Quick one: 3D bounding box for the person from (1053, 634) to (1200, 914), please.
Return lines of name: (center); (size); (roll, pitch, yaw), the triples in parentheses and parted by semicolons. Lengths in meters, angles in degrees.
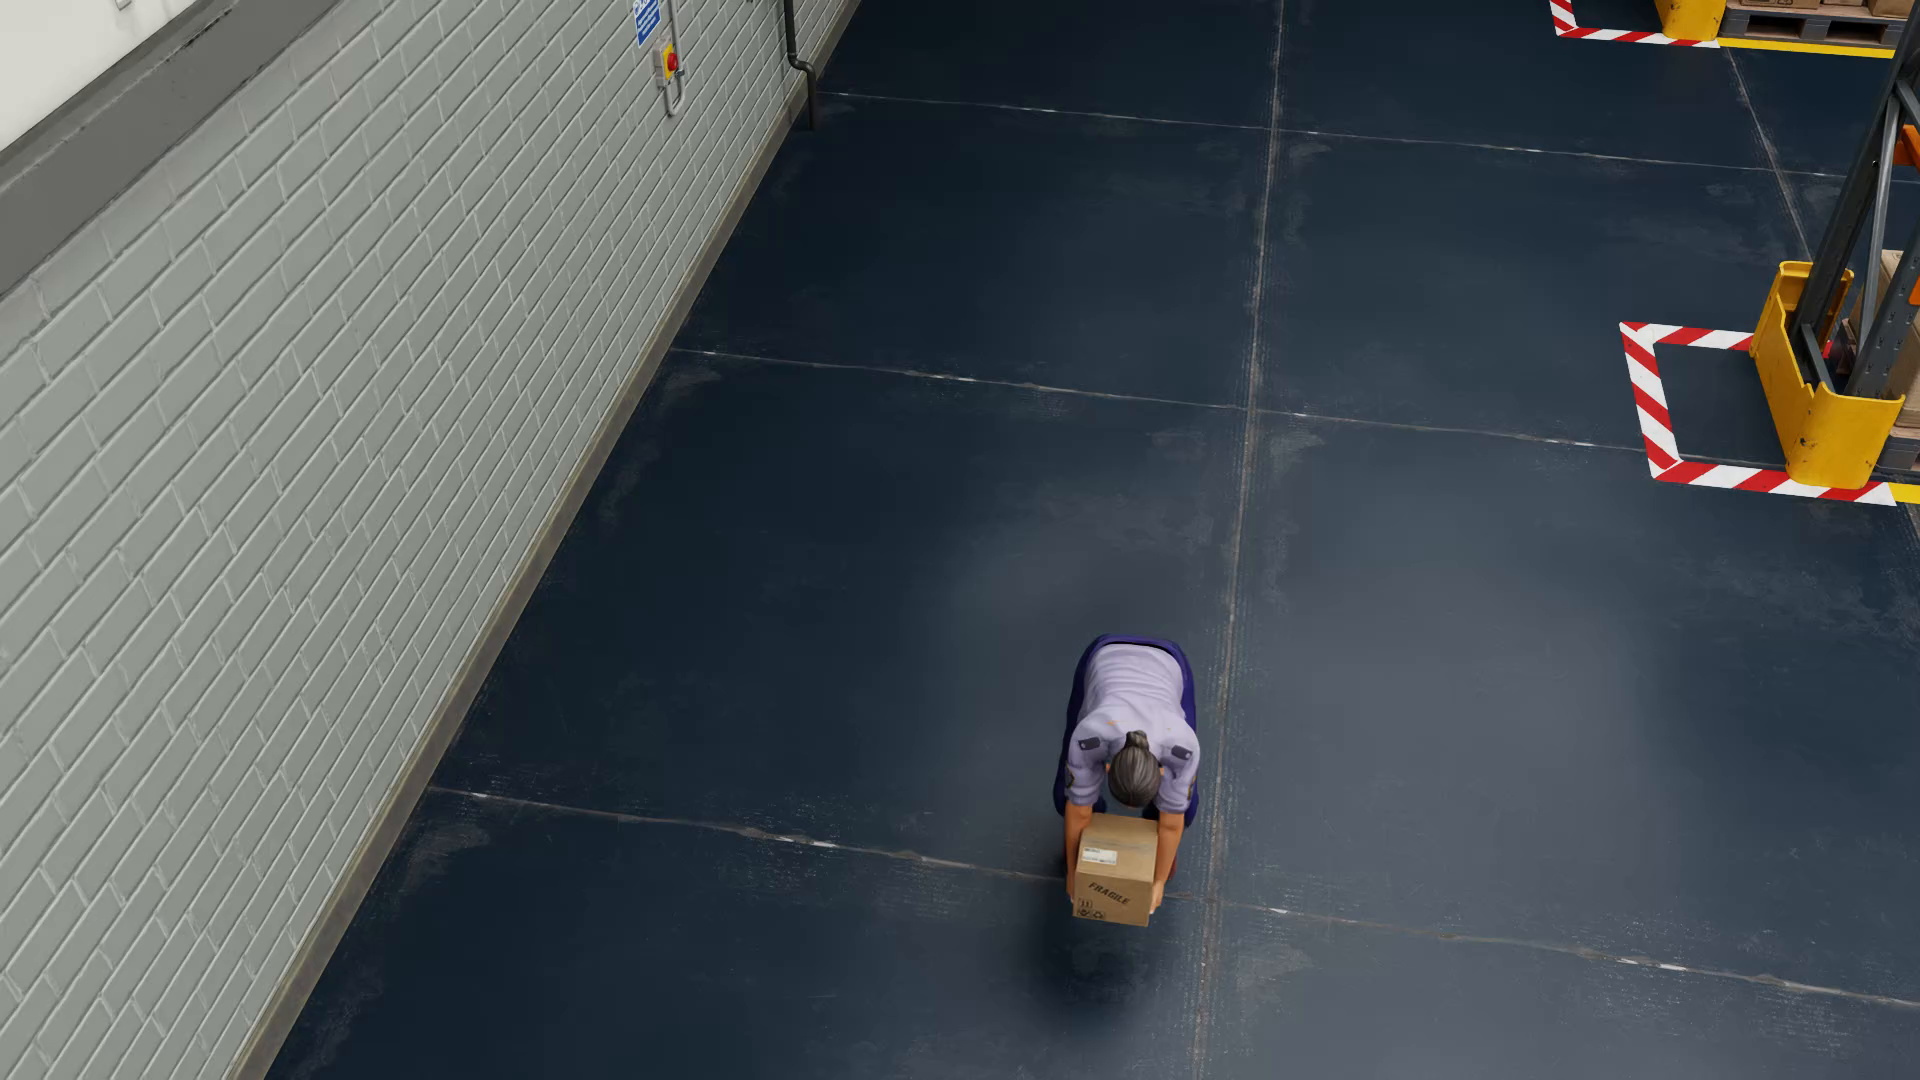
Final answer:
person: (0.564, 0.834, 5.637); (0.502, 1.085, 0.885); (5, 41, 6)
